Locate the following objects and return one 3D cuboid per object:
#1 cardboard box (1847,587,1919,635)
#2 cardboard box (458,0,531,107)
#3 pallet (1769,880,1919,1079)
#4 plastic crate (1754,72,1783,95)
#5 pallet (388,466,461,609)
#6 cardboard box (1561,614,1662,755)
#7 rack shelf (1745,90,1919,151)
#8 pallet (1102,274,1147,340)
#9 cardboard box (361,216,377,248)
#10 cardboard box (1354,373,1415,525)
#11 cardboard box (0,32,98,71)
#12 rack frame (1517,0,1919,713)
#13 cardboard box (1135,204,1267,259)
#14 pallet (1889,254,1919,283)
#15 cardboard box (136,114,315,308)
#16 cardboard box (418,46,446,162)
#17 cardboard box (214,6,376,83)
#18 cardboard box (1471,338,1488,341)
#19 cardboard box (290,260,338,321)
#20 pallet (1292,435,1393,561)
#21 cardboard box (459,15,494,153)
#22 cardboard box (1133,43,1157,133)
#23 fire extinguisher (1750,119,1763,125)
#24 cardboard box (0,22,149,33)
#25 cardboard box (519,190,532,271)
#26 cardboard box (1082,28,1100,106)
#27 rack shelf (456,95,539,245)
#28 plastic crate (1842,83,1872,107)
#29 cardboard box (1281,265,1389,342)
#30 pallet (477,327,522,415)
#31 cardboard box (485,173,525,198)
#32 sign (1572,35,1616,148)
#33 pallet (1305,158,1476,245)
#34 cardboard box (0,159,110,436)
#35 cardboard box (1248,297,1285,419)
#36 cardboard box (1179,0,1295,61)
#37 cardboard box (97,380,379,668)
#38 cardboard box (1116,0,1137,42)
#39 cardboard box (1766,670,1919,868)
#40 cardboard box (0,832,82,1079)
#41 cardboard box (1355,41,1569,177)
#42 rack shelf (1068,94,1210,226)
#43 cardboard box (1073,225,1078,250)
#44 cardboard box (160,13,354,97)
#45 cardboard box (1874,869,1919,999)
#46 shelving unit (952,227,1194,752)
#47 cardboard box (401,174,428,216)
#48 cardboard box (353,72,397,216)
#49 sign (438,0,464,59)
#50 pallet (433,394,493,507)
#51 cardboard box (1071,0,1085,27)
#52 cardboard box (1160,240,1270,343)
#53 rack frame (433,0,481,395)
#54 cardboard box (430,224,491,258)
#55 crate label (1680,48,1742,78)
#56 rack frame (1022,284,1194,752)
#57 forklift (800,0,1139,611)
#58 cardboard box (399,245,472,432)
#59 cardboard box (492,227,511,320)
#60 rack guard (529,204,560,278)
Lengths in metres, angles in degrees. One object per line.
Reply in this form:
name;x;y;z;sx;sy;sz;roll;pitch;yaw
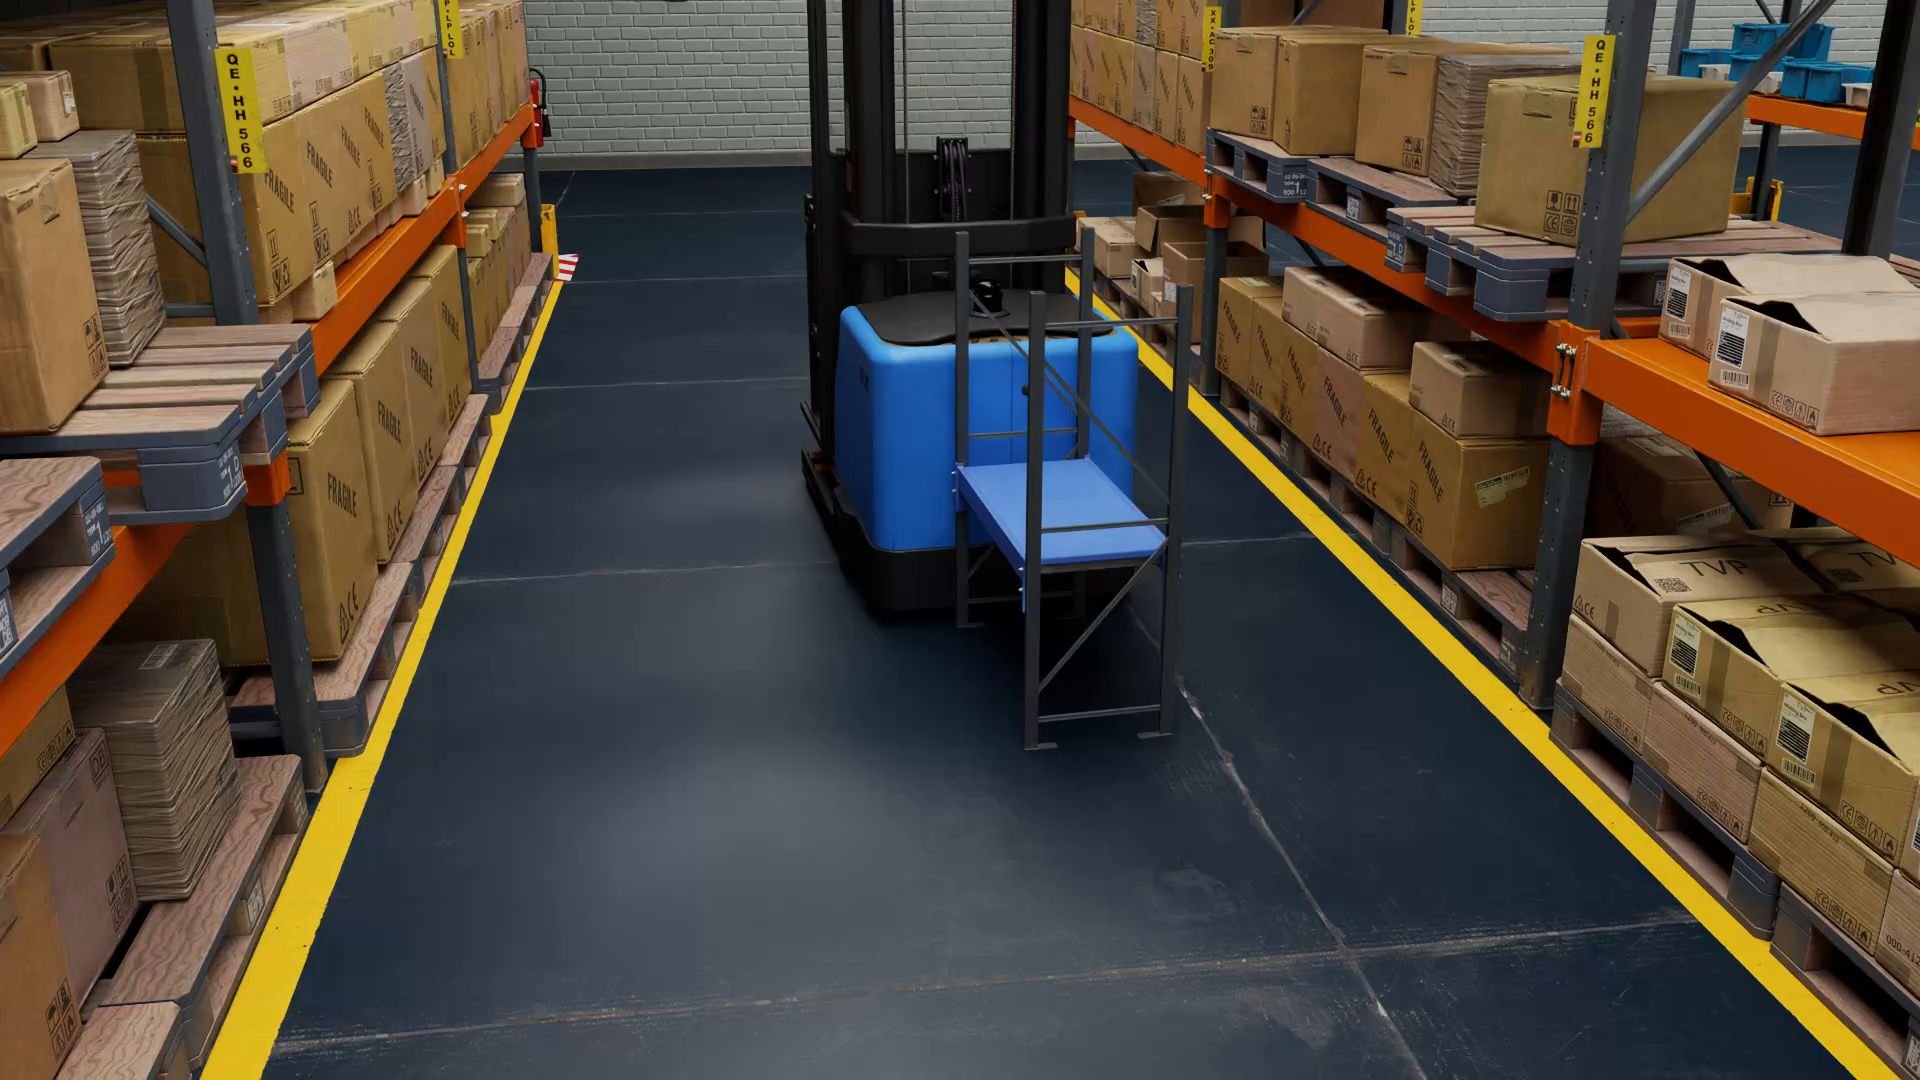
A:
cardboard box;2.834;0.312;4.621;0.500;0.311;0.500;-3;21;-9
cardboard box;-3.538;-3.348;11.465;0.980;0.700;0.700;-2;21;-5
pallet;2.686;1.150;3.836;1.003;0.211;1.213;-3;21;-8
plastic crate;5.955;-3.336;12.151;0.250;0.136;0.298;-3;21;-8
pallet;-2.679;-0.006;6.930;1.003;0.211;1.213;-3;21;-8
cardboard box;2.219;0.423;5.127;0.500;0.250;0.500;-3;21;-8
rack shelf;6.471;-2.854;11.598;1.077;0.370;4.000;-3;21;-8
pallet;1.580;-1.605;11.211;1.003;0.211;1.213;-3;21;-8
cardboard box;-2.549;-1.253;6.614;0.380;0.149;0.250;-2;21;-6
cardboard box;1.992;-0.391;6.920;0.500;0.500;0.500;-4;21;-10
cardboard box;-2.790;-1.305;4.754;0.500;0.250;0.500;-2;21;-6
rack frame;2.434;-0.865;5.245;1.000;3.000;0.127;-3;21;-8
cardboard box;1.581;-1.937;11.054;0.797;0.503;0.637;-3;21;-8
pallet;6.436;-1.868;11.916;1.003;0.211;1.213;-3;21;-8
cardboard box;-2.285;-0.990;4.984;0.500;0.500;0.500;-2;21;-6
cardboard box;-2.728;-2.047;7.813;0.500;0.500;0.500;-3;21;-9
cardboard box;-2.512;-1.866;6.257;0.500;0.250;0.500;-3;21;-9
cardboard box;2.422;-0.607;7.499;0.500;0.500;0.500;-4;21;-10
cardboard box;-2.268;-0.815;5.442;0.380;0.149;0.250;-2;21;-6
pallet;2.191;-0.240;7.558;1.003;0.211;1.213;-3;21;-8
cardboard box;-3.206;-2.581;9.410;0.980;0.700;0.700;-3;21;-9
cardboard box;1.379;-2.813;10.318;0.500;0.500;0.500;-2;21;-7
fire extinguisher;6.611;-3.748;13.606;0.296;0.674;0.183;-3;21;-8
cardboard box;-2.861;-1.484;5.234;0.500;0.250;0.500;-4;21;-10
cardboard box;-3.421;-2.172;11.717;0.700;0.500;0.500;-3;21;-8
cardboard box;1.163;-3.336;11.719;0.500;0.500;0.500;-3;21;-8
rack shelf;-3.333;-2.354;10.260;1.077;0.370;4.000;-3;21;-8
plastic crate;6.211;-2.991;11.228;0.293;0.136;0.466;-3;21;-8
cardboard box;1.830;-1.110;7.774;0.500;0.250;0.500;-3;21;-8
pallet;-3.077;-0.960;9.484;1.003;0.211;1.213;-3;21;-8
cardboard box;-3.222;-2.441;11.509;0.380;0.149;0.250;-3;21;-8
sign;1.898;-1.340;4.974;0.100;0.325;0.005;-3;21;-8
pallet;2.149;-1.448;7.081;1.003;0.211;1.213;-3;21;-8
cardboard box;-2.283;-0.512;3.529;0.700;0.500;0.500;-5;21;-13
cardboard box;1.774;-0.921;8.339;0.500;0.500;0.500;-3;21;-7
cardboard box;1.528;-2.927;9.194;0.500;0.500;0.500;-3;21;-7
cardboard box;-2.444;-0.065;5.574;0.750;0.750;0.750;-3;21;-8
cardboard box;1.308;-3.453;10.603;0.500;0.500;0.500;-3;21;-8
cardboard box;2.374;0.518;4.070;0.500;0.311;0.500;-3;21;-9
cardboard box;-2.254;0.953;3.322;0.700;0.500;0.500;-3;21;-8
cardboard box;2.173;-1.885;7.232;0.700;0.500;0.500;-8;22;-21
rack shelf;1.569;-2.605;10.933;1.077;0.370;4.000;-3;21;-8
cardboard box;1.037;-2.265;12.413;0.380;0.166;0.250;-3;21;-8
cardboard box;-2.432;-1.690;5.785;0.500;0.250;0.500;-3;21;-7
cardboard box;2.446;0.954;3.705;0.500;0.250;0.500;-2;21;-7
shelving unit;0.340;-0.214;5.647;0.538;1.500;1.048;-4;21;-12
cardboard box;-2.567;-1.521;7.332;0.380;0.149;0.250;-3;21;-8
cardboard box;-2.504;-1.524;6.413;0.500;0.500;0.500;-2;21;-6
sign;-2.509;-2.535;8.174;0.100;0.325;0.005;-3;21;-8
pallet;-2.859;-0.429;8.063;1.003;0.211;1.213;-3;21;-8
cardboard box;1.084;-3.983;12.021;0.500;0.500;0.500;-2;21;-6
cardboard box;1.494;-1.468;9.803;0.500;0.500;0.500;-3;21;-8
rack frame;-3.044;-1.999;8.280;1.000;3.000;0.127;-3;21;-8
cardboard box;-2.919;-1.720;9.580;0.380;0.149;0.250;-2;21;-6
crate label;5.892;-3.731;13.072;0.416;0.233;0.303;-3;21;-8
rack frame;0.450;-0.041;5.182;0.500;1.500;0.032;-4;21;-12
forklift;-0.136;-1.587;7.275;1.130;2.935;3.031;-4;21;-12
cardboard box;-2.822;-0.970;7.998;0.750;0.750;0.750;-3;21;-7
cardboard box;-3.192;-1.640;10.294;0.700;0.500;0.500;-2;21;-6
rack guard;-3.624;-2.221;12.448;1.175;0.500;0.348;-3;21;-8
